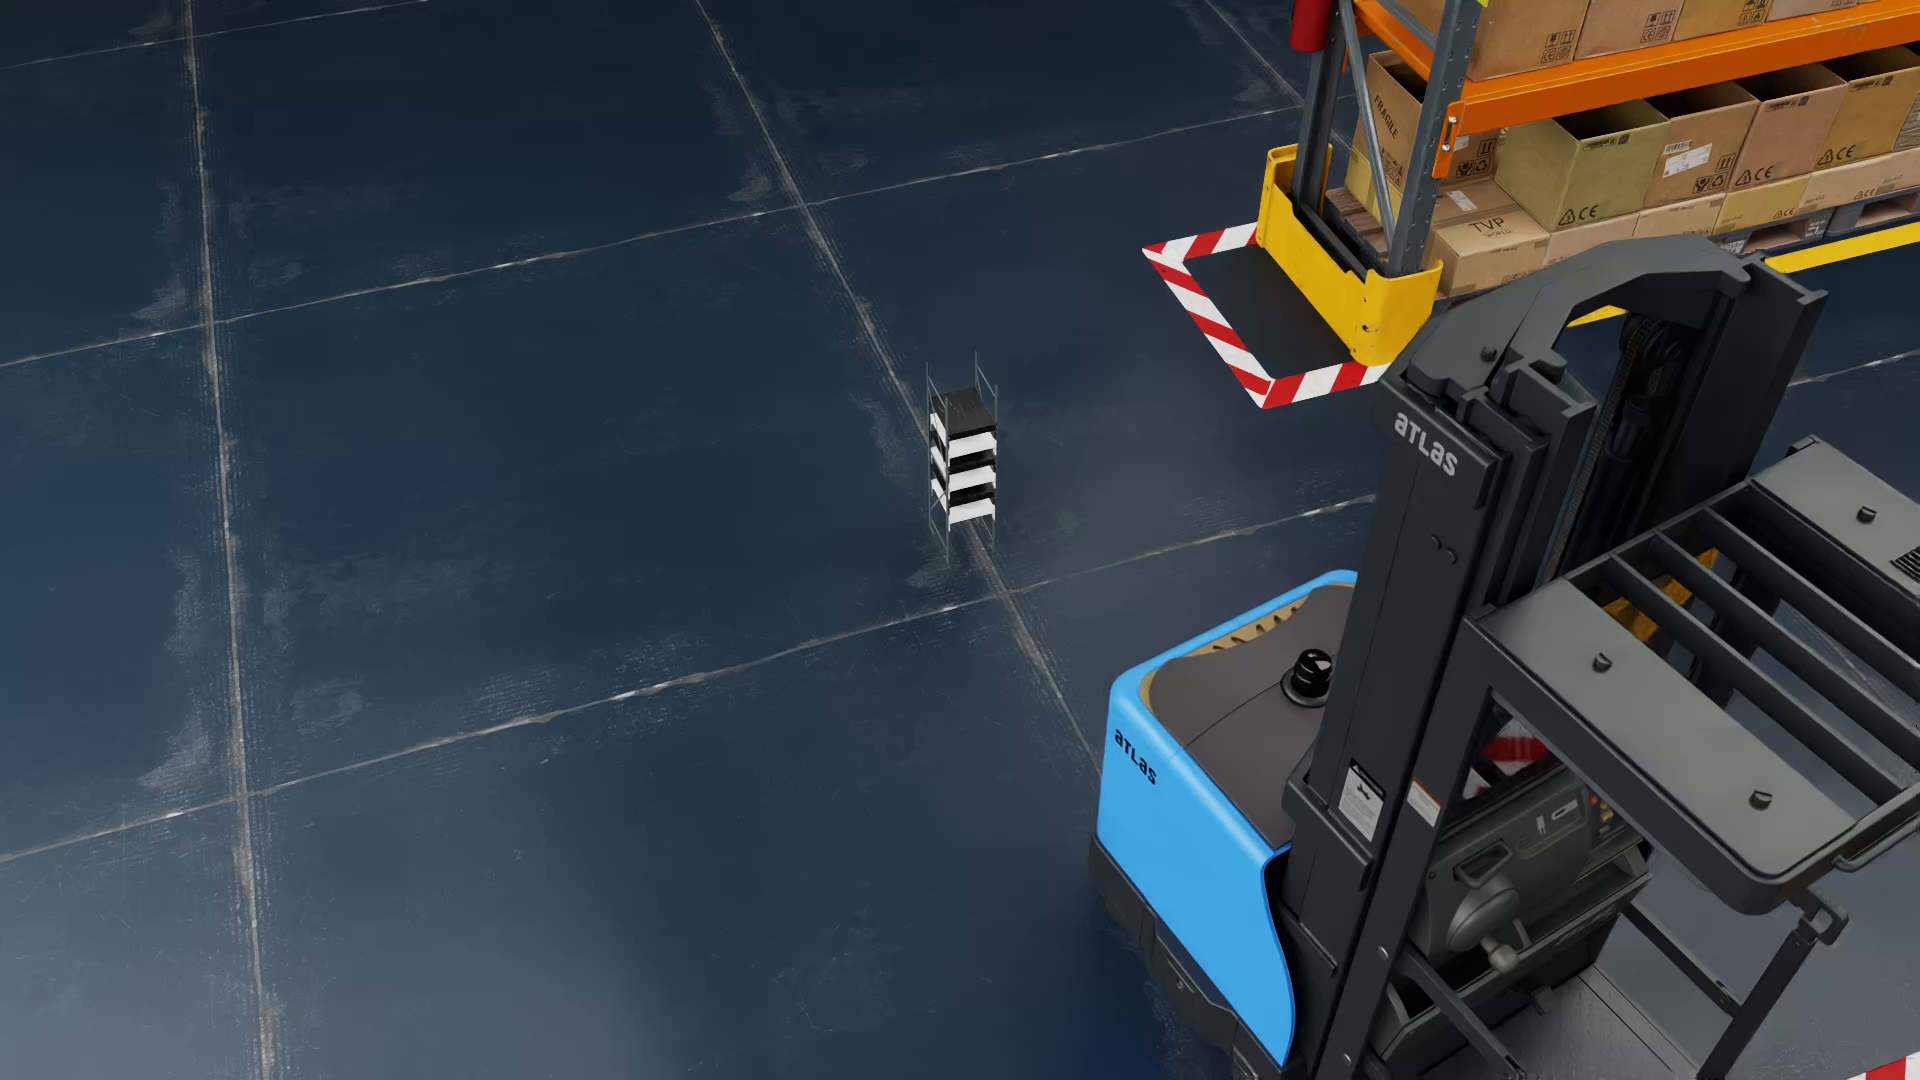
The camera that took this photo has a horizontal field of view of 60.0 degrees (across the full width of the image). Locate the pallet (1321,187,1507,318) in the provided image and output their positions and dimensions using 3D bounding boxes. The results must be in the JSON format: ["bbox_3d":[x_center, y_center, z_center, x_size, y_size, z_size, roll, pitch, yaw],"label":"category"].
[{"bbox_3d":[2.599,-1.531,8.436,1.213,0.211,1.003,-14,47,-14],"label":"pallet"}]

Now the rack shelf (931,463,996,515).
[{"bbox_3d":[0.008,-0.233,6.830,0.200,0.077,0.258,-14,47,-14],"label":"rack shelf"}]

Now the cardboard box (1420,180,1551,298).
[{"bbox_3d":[2.474,-1.462,8.043,0.500,0.250,0.500,-14,47,-14],"label":"cardboard box"}]

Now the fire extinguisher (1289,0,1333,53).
[{"bbox_3d":[1.625,-2.557,7.545,0.183,0.674,0.296,-14,47,-14],"label":"fire extinguisher"}]

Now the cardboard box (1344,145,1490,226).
[{"bbox_3d":[2.298,-1.807,8.387,0.500,0.250,0.500,-14,47,-14],"label":"cardboard box"}]

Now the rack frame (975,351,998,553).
[{"bbox_3d":[0.103,-0.344,6.767,0.006,0.900,0.240,-14,47,-14],"label":"rack frame"}]

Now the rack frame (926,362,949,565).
[{"bbox_3d":[-0.088,-0.295,6.718,0.006,0.900,0.240,-14,47,-14],"label":"rack frame"}]

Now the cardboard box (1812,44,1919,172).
[{"bbox_3d":[4.351,-2.215,8.265,0.500,0.500,0.500,-14,47,-14],"label":"cardboard box"}]

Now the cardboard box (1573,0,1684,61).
[{"bbox_3d":[2.830,-2.572,7.434,0.500,0.500,0.700,-13,47,-13],"label":"cardboard box"}]

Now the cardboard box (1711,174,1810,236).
[{"bbox_3d":[3.886,-1.822,8.402,0.500,0.250,0.500,-14,47,-14],"label":"cardboard box"}]

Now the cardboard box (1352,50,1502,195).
[{"bbox_3d":[2.298,-2.073,8.123,0.500,0.500,0.500,-14,47,-14],"label":"cardboard box"}]

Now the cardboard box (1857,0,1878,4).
[{"bbox_3d":[4.274,-2.941,7.802,0.500,0.500,0.700,-14,47,-13],"label":"cardboard box"}]

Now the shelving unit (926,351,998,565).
[{"bbox_3d":[0.008,-0.320,6.743,0.210,0.900,0.258,-14,47,-14],"label":"shelving unit"}]

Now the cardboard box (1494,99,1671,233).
[{"bbox_3d":[2.944,-1.848,7.899,0.500,0.500,0.500,-14,47,-14],"label":"cardboard box"}]

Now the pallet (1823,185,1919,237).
[{"bbox_3d":[4.894,-2.118,9.021,1.213,0.211,1.003,-14,47,-14],"label":"pallet"}]

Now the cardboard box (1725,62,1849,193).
[{"bbox_3d":[3.886,-2.086,8.136,0.500,0.500,0.500,-14,47,-14],"label":"cardboard box"}]

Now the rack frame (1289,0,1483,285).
[{"bbox_3d":[1.894,-2.304,7.237,0.127,3.000,1.000,-14,47,-14],"label":"rack frame"}]

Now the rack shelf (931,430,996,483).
[{"bbox_3d":[0.008,-0.360,6.702,0.200,0.077,0.258,-14,47,-14],"label":"rack shelf"}]

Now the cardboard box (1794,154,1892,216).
[{"bbox_3d":[4.356,-1.942,8.522,0.500,0.250,0.500,-14,47,-14],"label":"cardboard box"}]

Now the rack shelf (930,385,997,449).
[{"bbox_3d":[0.008,-0.487,6.575,0.200,0.077,0.258,-14,47,-14],"label":"rack shelf"}]

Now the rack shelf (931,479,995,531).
[{"bbox_3d":[0.008,-0.169,6.894,0.200,0.077,0.258,-14,47,-14],"label":"rack shelf"}]

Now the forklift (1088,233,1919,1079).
[{"bbox_3d":[1.646,0.865,4.127,1.130,2.935,3.031,-23,50,-22],"label":"forklift"}]

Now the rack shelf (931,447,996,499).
[{"bbox_3d":[0.008,-0.296,6.766,0.200,0.077,0.258,-14,47,-14],"label":"rack shelf"}]

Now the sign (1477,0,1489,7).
[{"bbox_3d":[2.077,-2.266,6.533,0.005,0.325,0.100,-14,47,-14],"label":"sign"}]

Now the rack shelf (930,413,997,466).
[{"bbox_3d":[0.008,-0.423,6.639,0.200,0.077,0.258,-14,47,-14],"label":"rack shelf"}]

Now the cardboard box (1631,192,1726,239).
[{"bbox_3d":[3.414,-1.705,8.285,0.500,0.250,0.500,-14,47,-14],"label":"cardboard box"}]

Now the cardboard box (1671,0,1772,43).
[{"bbox_3d":[3.299,-2.688,7.550,0.500,0.500,0.700,-14,47,-14],"label":"cardboard box"}]

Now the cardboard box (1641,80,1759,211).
[{"bbox_3d":[3.410,-1.977,8.027,0.500,0.500,0.500,-14,47,-14],"label":"cardboard box"}]

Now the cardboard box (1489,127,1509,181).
[{"bbox_3d":[2.764,-1.935,8.515,0.500,0.250,0.500,-14,47,-14],"label":"cardboard box"}]

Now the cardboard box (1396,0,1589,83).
[{"bbox_3d":[2.338,-2.443,7.305,0.500,0.500,0.700,-14,47,-14],"label":"cardboard box"}]

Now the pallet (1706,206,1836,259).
[{"bbox_3d":[3.745,-1.822,8.726,1.213,0.211,1.003,-14,47,-14],"label":"pallet"}]

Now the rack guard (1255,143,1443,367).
[{"bbox_3d":[1.872,-1.415,8.117,0.348,0.500,1.175,-14,47,-14],"label":"rack guard"}]

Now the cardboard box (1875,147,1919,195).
[{"bbox_3d":[4.821,-2.072,8.652,0.500,0.250,0.500,-14,47,-14],"label":"cardboard box"}]

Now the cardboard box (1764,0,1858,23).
[{"bbox_3d":[3.793,-2.817,7.678,0.500,0.500,0.700,-13,47,-13],"label":"cardboard box"}]

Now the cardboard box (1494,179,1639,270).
[{"bbox_3d":[2.943,-1.585,8.166,0.500,0.250,0.500,-14,47,-14],"label":"cardboard box"}]

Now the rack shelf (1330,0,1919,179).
[{"bbox_3d":[3.775,-2.531,7.972,4.000,0.370,1.077,-14,47,-14],"label":"rack shelf"}]

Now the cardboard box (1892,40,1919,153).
[{"bbox_3d":[4.820,-2.338,8.387,0.500,0.500,0.500,-14,47,-14],"label":"cardboard box"}]
